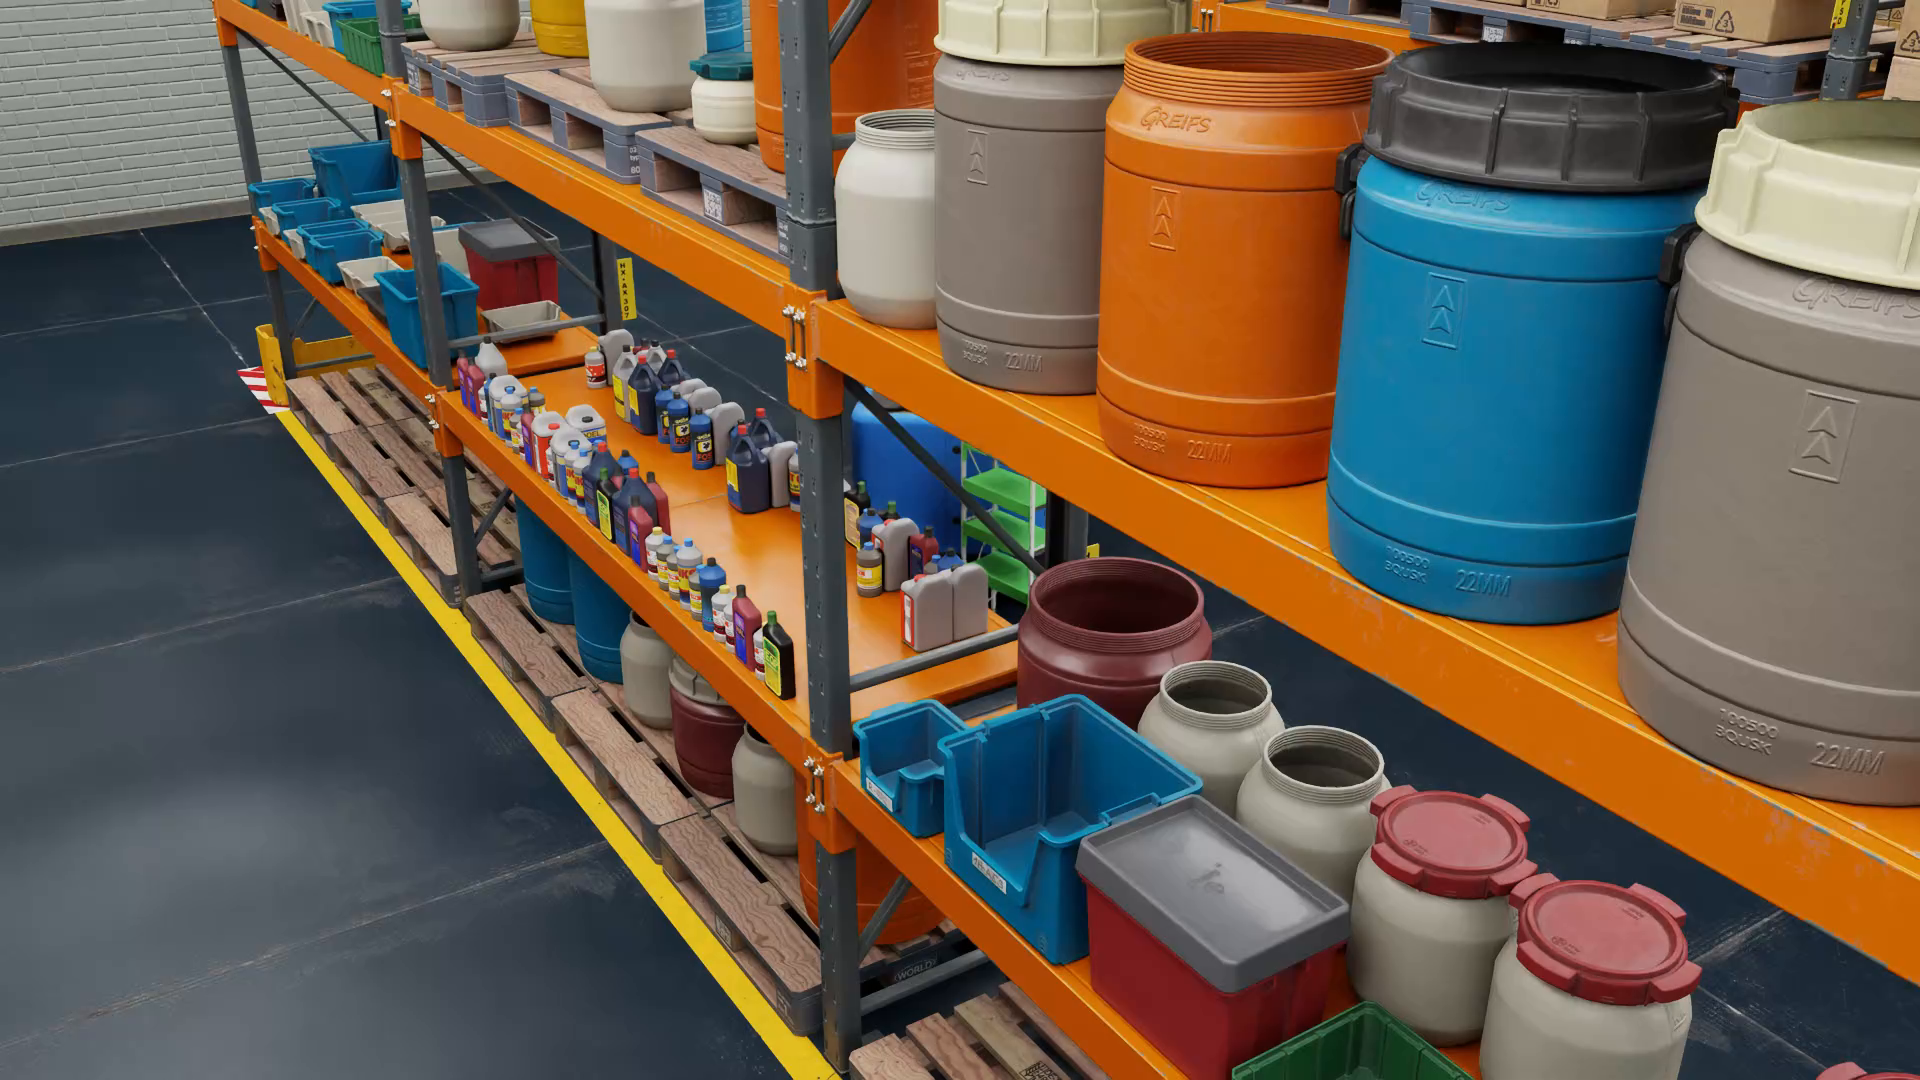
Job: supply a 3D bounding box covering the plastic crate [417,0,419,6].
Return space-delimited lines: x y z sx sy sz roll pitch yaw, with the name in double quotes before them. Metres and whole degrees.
"plastic crate" -2.660 -2.861 8.936 0.497 0.269 0.590 -16 29 -30

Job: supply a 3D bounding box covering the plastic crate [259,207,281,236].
"plastic crate" -4.430 -2.095 10.912 0.250 0.136 0.298 -16 29 -30

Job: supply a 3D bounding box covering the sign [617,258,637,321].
"sign" -1.750 -1.308 8.683 0.100 0.325 0.005 -16 29 -30

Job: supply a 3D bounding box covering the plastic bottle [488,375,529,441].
"plastic bottle" -2.078 -0.614 7.682 0.152 0.276 0.135 -16 29 -30

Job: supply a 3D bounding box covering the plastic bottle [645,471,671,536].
"plastic bottle" -1.210 -0.126 6.639 0.061 0.283 0.133 -16 29 -30

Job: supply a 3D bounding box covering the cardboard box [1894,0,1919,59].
"cardboard box" 4.163 -2.179 6.635 0.500 0.500 0.500 -15 29 -29

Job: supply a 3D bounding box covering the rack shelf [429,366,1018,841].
"rack shelf" -1.120 -0.015 7.110 1.077 0.370 4.000 -16 29 -30

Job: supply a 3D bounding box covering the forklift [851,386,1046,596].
"forklift" 0.103 -1.615 9.738 1.130 2.935 3.031 3 25 6

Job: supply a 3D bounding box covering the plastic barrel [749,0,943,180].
"plastic barrel" -0.335 -1.569 5.051 0.600 0.830 0.708 -16 29 -30

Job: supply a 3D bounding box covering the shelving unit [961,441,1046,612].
"shelving unit" 0.267 -0.053 8.457 0.258 1.200 0.503 -22 33 -38

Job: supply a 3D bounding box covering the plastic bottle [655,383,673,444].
"plastic bottle" -1.345 -0.585 7.626 0.097 0.271 0.097 0 25 0

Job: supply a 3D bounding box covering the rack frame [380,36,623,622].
"rack frame" -2.212 -1.055 8.472 1.000 3.000 0.127 -16 29 -30

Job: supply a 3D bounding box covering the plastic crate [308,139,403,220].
"plastic crate" -4.056 -2.453 11.321 0.616 0.435 0.499 -16 29 -30

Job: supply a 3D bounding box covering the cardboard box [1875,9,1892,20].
"cardboard box" 9.196 -5.484 16.565 0.500 0.500 0.500 -15 29 -29

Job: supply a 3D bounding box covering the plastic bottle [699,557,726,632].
"plastic bottle" -0.886 0.191 5.983 0.097 0.271 0.097 0 25 0

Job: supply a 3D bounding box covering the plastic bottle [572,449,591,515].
"plastic bottle" -1.553 -0.246 6.908 0.097 0.271 0.097 0 25 0

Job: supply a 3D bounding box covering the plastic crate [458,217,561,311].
"plastic crate" -2.489 -1.489 9.246 0.402 0.464 0.583 -16 29 -30

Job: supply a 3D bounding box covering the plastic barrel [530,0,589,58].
"plastic barrel" -1.543 -2.408 7.110 0.600 0.588 0.600 0 25 0

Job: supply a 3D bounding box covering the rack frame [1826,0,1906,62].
"rack frame" 4.122 -3.492 6.605 1.000 3.000 0.127 -16 29 -30

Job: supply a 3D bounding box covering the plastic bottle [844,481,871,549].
"plastic bottle" -0.407 -0.109 6.603 0.061 0.283 0.133 -16 29 -30

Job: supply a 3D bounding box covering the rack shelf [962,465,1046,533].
"rack shelf" 0.267 -0.212 8.381 0.258 0.148 0.480 -22 33 -38

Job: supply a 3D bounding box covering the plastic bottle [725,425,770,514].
"plastic bottle" -0.888 -0.303 6.936 0.144 0.351 0.185 -16 29 -30

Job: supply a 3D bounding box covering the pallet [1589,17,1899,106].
"pallet" 3.726 -2.268 7.748 1.213 0.211 1.003 -14 29 -27

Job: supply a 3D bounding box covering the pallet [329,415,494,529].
"pallet" -3.316 -0.485 10.530 1.003 0.211 1.213 -16 29 -30

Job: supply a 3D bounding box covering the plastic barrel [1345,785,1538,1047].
"plastic barrel" 1.180 0.934 4.098 0.433 0.535 0.433 0 25 0

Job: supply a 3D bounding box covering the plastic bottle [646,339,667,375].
"plastic bottle" -1.436 -0.781 7.947 0.144 0.351 0.185 -16 29 -30

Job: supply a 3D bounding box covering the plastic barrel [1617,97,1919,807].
"plastic barrel" 1.339 -0.142 2.437 0.600 0.901 0.600 0 25 0

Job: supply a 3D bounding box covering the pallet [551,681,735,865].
"pallet" -1.155 0.928 7.537 1.003 0.211 1.213 -16 29 -30

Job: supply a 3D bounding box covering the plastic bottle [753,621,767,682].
"plastic bottle" -0.654 0.374 5.676 0.097 0.201 0.097 0 25 0

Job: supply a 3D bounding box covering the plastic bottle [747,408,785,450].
"plastic bottle" -0.834 -0.387 7.113 0.144 0.351 0.185 -16 29 -30

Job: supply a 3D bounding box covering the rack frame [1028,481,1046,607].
"rack frame" 0.434 0.023 8.296 0.240 1.200 0.015 -22 33 -38

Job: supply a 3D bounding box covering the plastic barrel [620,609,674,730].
"plastic barrel" -1.309 0.554 7.484 0.421 0.512 0.421 0 25 0

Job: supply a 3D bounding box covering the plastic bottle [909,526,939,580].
"plastic bottle" -0.135 0.070 6.225 0.061 0.283 0.133 -16 29 -30

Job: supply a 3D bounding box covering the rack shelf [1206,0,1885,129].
"rack shelf" 3.030 -2.525 8.915 1.077 0.370 4.000 -16 29 -30

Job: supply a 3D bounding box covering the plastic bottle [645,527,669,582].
"plastic bottle" -1.152 0.048 6.367 0.097 0.201 0.097 0 25 0

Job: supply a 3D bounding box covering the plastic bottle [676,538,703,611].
"plastic bottle" -0.992 0.121 6.131 0.097 0.271 0.097 0 25 0

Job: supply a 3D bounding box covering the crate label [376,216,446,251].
"crate label" -3.480 -1.943 10.592 0.396 0.136 0.243 -16 29 -30

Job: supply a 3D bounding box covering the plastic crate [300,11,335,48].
"plastic crate" -3.225 -2.659 8.663 0.293 0.136 0.466 -16 29 -30

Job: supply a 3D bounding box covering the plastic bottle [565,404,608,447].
"plastic bottle" -1.645 -0.449 7.333 0.152 0.276 0.135 -16 29 -30

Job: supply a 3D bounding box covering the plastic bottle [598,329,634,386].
"plastic bottle" -1.726 -0.934 8.359 0.152 0.276 0.135 -16 29 -30

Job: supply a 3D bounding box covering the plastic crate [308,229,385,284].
"plastic crate" -3.654 -1.694 9.951 0.416 0.233 0.300 -16 29 -30

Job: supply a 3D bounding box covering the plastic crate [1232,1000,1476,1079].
"plastic crate" 0.968 1.345 3.636 0.450 0.188 0.662 -16 29 -30

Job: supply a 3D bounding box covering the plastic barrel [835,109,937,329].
"plastic barrel" -0.115 -0.849 4.390 0.421 0.512 0.421 0 25 0

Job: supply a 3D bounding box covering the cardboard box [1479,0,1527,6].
"cardboard box" 2.989 -3.098 8.671 0.797 0.503 0.637 -16 30 -30

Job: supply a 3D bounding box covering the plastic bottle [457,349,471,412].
"plastic bottle" -2.369 -0.772 8.008 0.061 0.283 0.133 -16 29 -30
